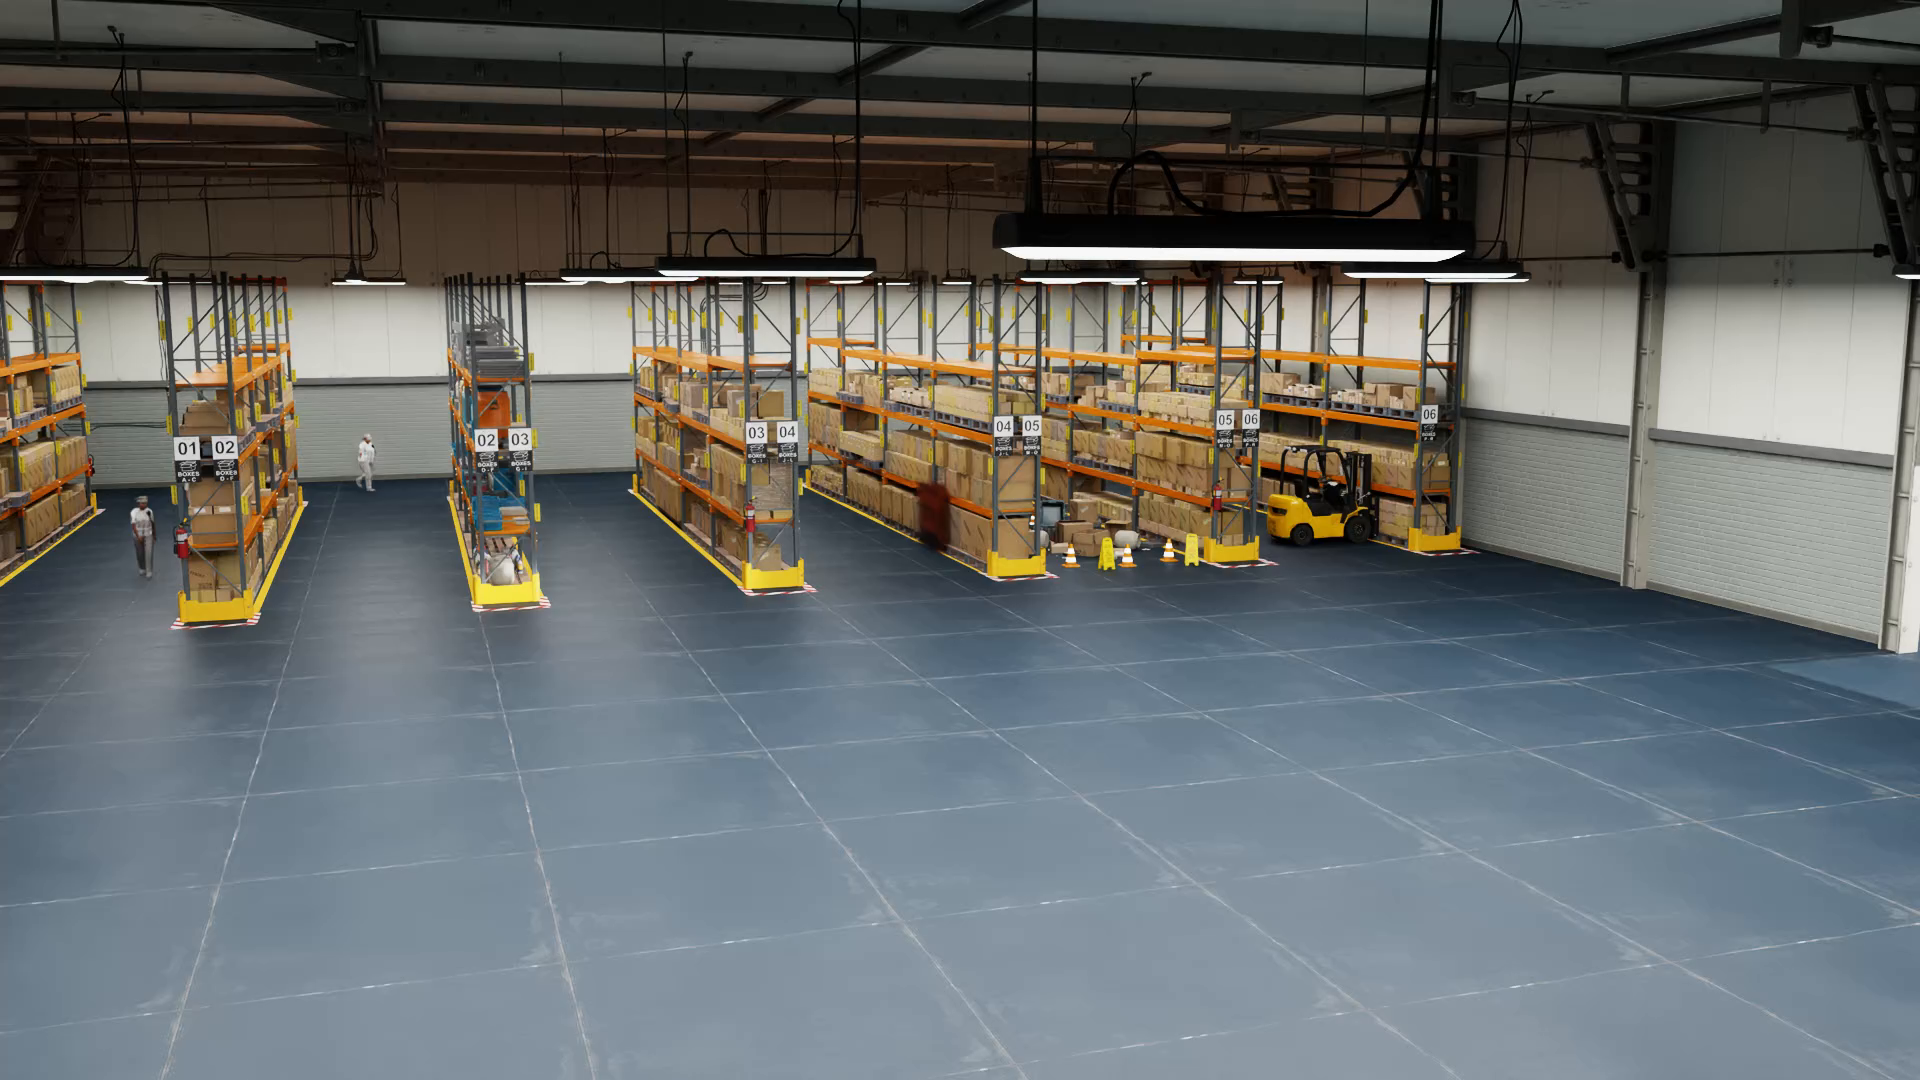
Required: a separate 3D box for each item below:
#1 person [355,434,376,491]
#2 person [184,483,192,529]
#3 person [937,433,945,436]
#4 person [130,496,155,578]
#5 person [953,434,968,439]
[{"bbox_3d":[-16.918,-2.217,47.256,0.792,1.626,0.493,3,9,18],"label":"person"},{"bbox_3d":[-18.348,-1.071,39.890,0.451,1.540,0.972,-3,9,-19],"label":"person"},{"bbox_3d":[-0.528,-2.189,46.974,0.429,1.682,0.523,5,10,29],"label":"person"},{"bbox_3d":[-16.285,-0.081,33.174,0.436,1.611,0.981,-5,10,-30],"label":"person"},{"bbox_3d":[0.076,-3.294,54.050,1.111,1.736,0.549,-5,10,-30],"label":"person"}]
